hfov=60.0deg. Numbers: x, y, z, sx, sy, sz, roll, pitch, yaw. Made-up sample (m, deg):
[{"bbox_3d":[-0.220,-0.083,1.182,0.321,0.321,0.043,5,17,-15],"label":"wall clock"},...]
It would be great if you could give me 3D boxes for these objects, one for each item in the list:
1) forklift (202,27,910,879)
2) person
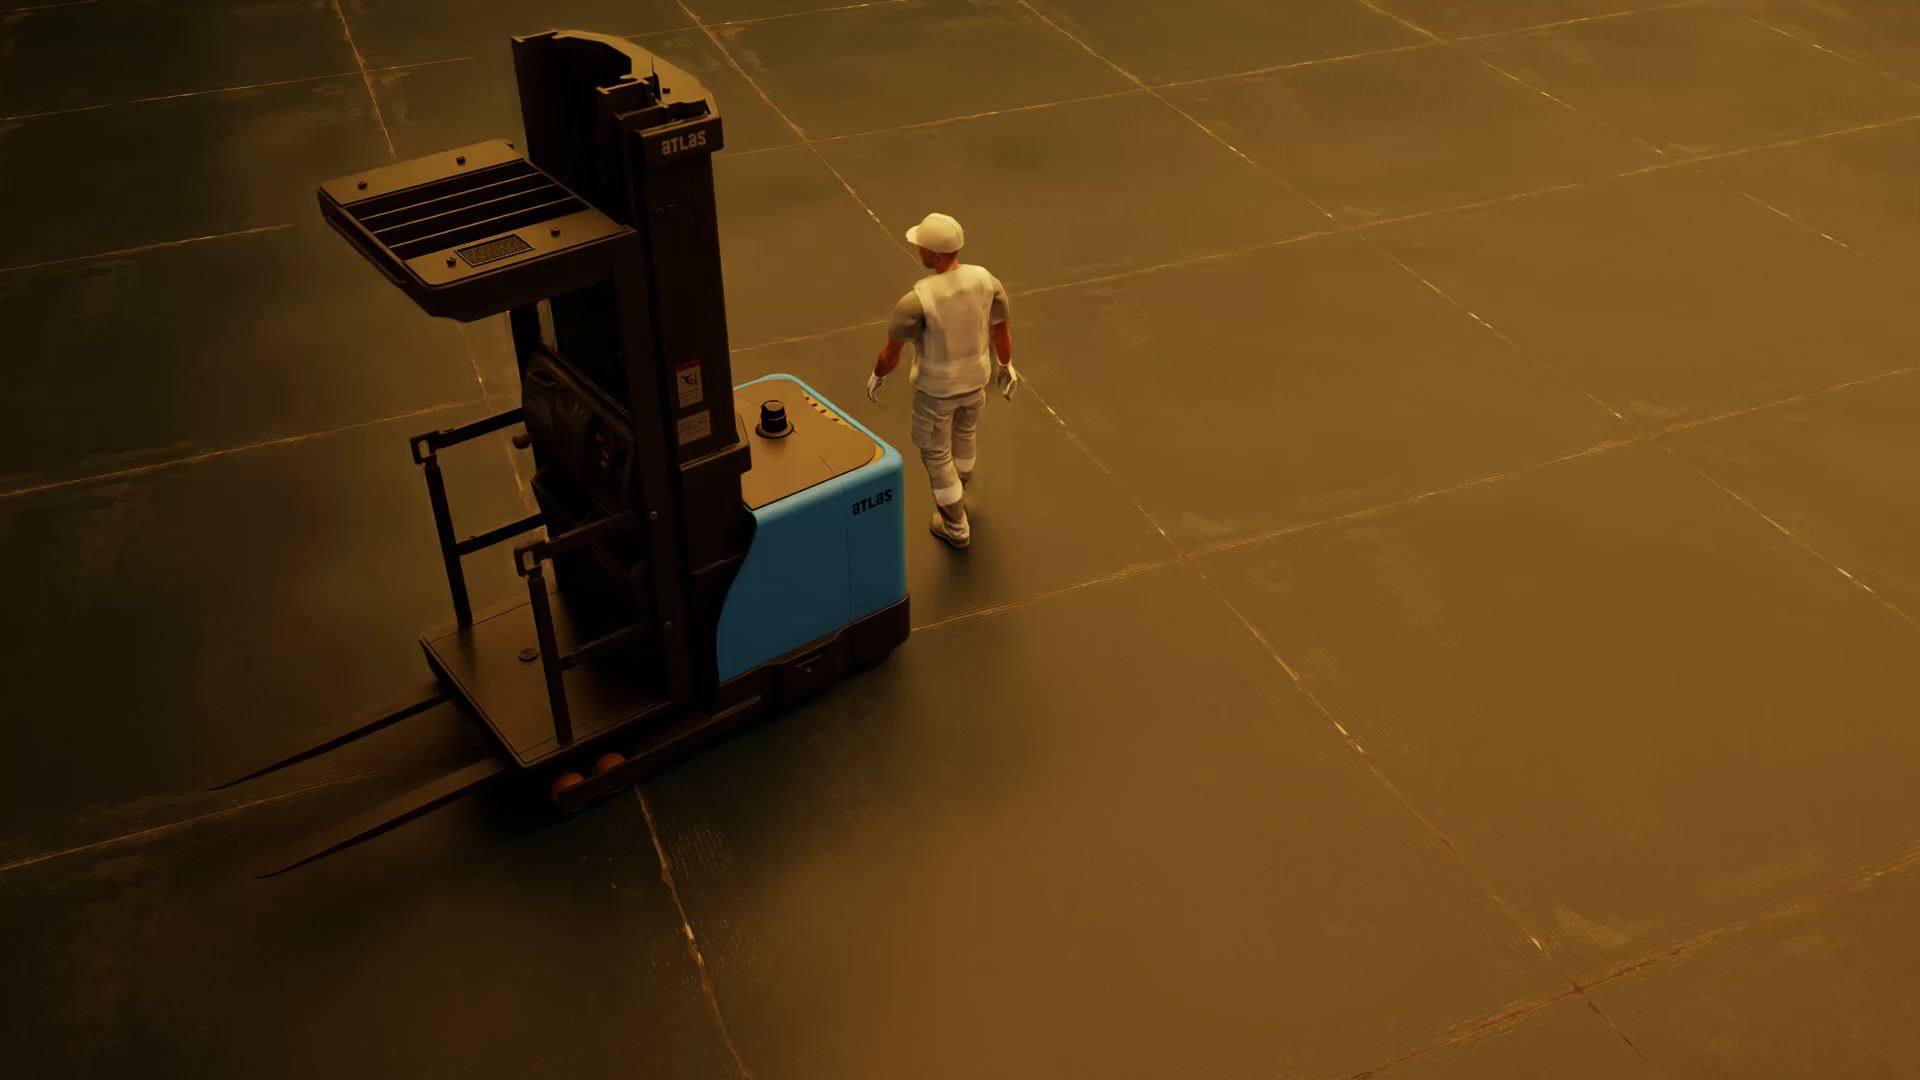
[{"bbox_3d":[-1.714,-0.395,6.654,3.031,2.935,1.130,-24,42,-30],"label":"forklift"},{"bbox_3d":[-0.116,-0.835,8.289,0.724,1.774,0.655,-19,40,-25],"label":"person"}]
